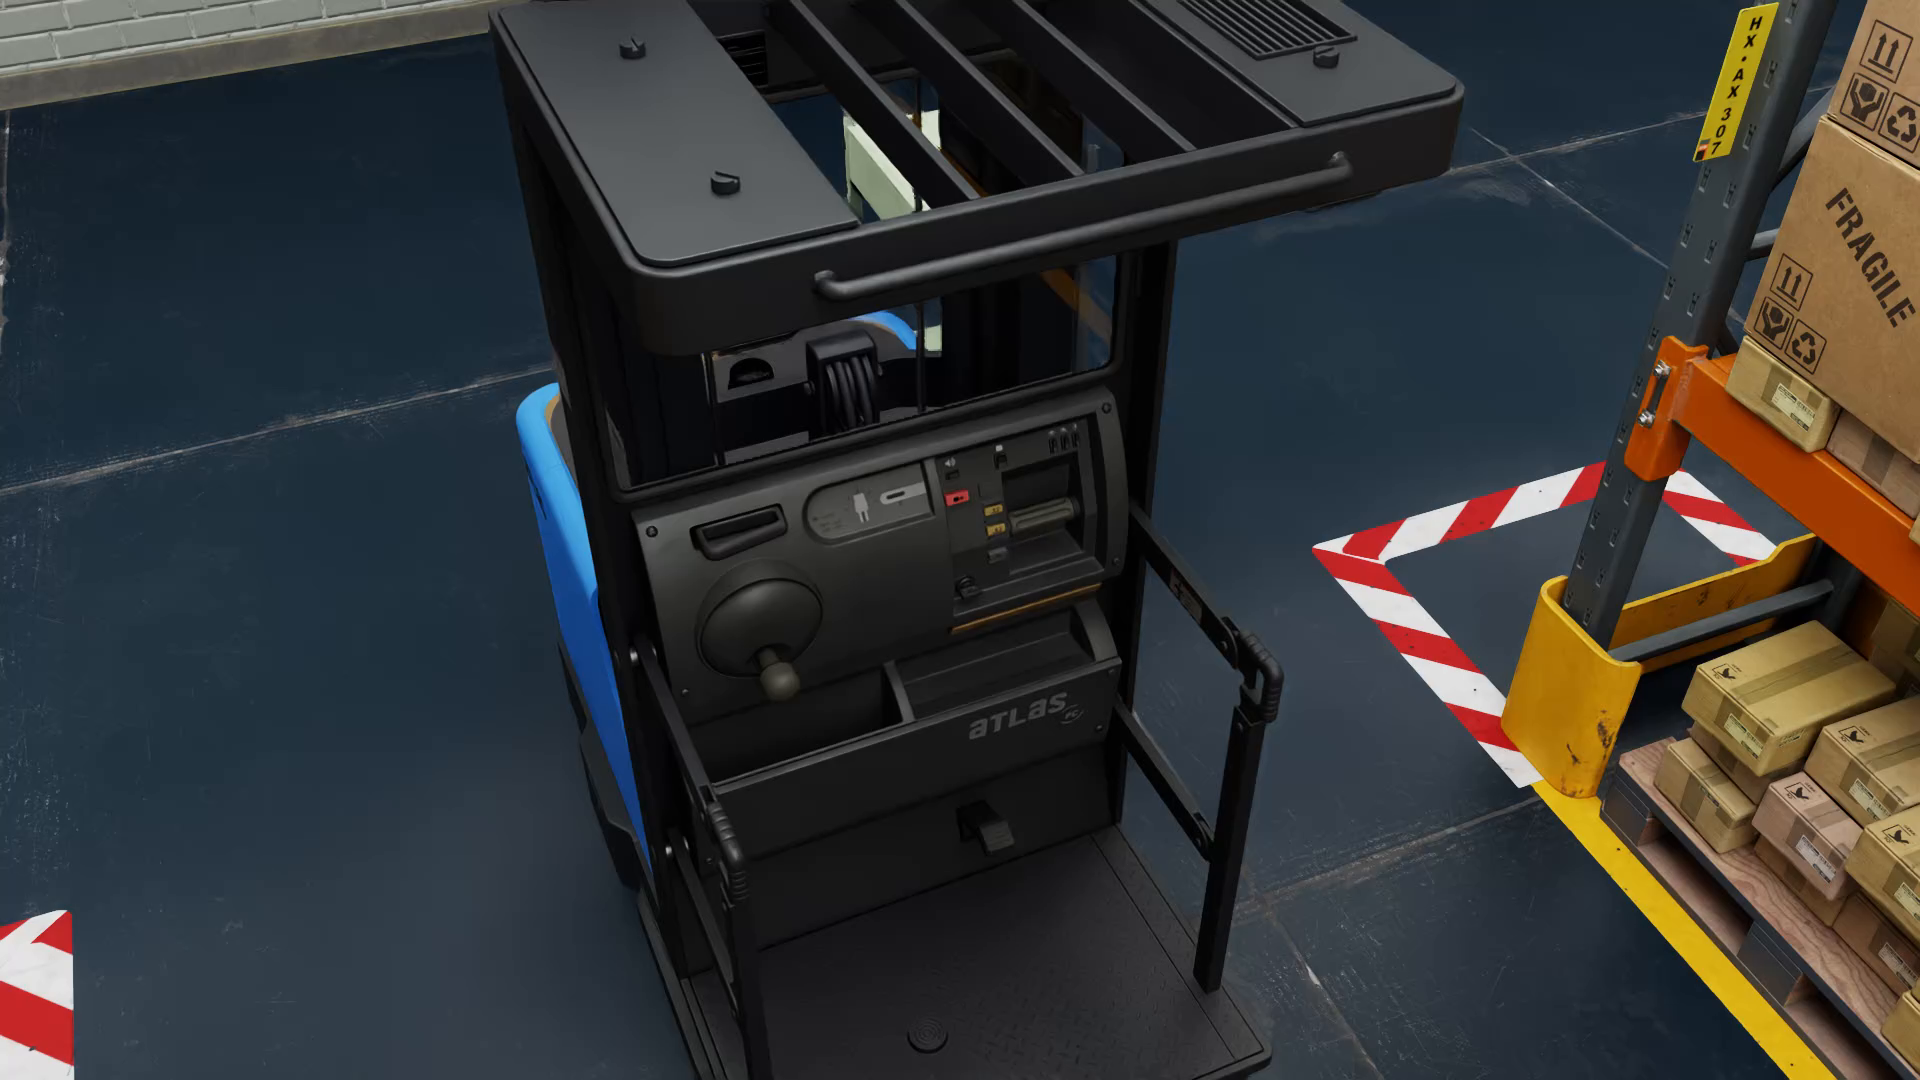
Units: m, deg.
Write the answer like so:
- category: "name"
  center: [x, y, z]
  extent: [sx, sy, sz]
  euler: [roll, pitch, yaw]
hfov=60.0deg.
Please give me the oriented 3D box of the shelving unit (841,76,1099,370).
- category: "shelving unit"
  center: [0.008, -0.568, 4.760]
  extent: [0.431, 1.500, 0.755]
  euler: [-16, 43, -17]

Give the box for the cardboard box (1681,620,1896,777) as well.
- category: "cardboard box"
  center: [1.953, 0.370, 3.928]
  extent: [0.380, 0.149, 0.250]
  euler: [-17, 44, -19]

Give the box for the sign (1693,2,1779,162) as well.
- category: "sign"
  center: [1.566, -0.920, 3.355]
  extent: [0.100, 0.325, 0.005]
  euler: [-15, 43, -17]

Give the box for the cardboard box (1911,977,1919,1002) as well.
- category: "cardboard box"
  center: [2.256, 0.948, 3.484]
  extent: [0.380, 0.149, 0.250]
  euler: [-14, 43, -16]

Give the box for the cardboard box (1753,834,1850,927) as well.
- category: "cardboard box"
  center: [2.147, 0.728, 3.968]
  extent: [0.380, 0.149, 0.250]
  euler: [-15, 43, -17]

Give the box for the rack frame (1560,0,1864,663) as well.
- category: "rack frame"
  center: [2.067, -0.727, 3.795]
  extent: [1.000, 3.000, 0.127]
  euler: [-15, 43, -17]

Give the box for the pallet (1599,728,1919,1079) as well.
- category: "pallet"
  center: [2.374, 0.874, 4.071]
  extent: [1.003, 0.211, 1.213]
  euler: [-15, 43, -17]

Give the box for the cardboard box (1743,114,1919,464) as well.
- category: "cardboard box"
  center: [1.983, -0.538, 3.270]
  extent: [0.500, 0.500, 0.500]
  euler: [-13, 42, -15]

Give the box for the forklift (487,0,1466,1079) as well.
- category: "forklift"
  center: [-0.029, 0.089, 2.899]
  extent: [1.130, 2.935, 3.031]
  euler: [-16, 43, -18]

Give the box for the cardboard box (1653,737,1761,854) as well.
- category: "cardboard box"
  center: [1.972, 0.590, 4.127]
  extent: [0.380, 0.149, 0.250]
  euler: [-14, 43, -16]

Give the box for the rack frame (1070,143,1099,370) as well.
- category: "rack frame"
  center: [0.151, -0.349, 4.505]
  extent: [0.400, 1.500, 0.023]
  euler: [-16, 43, -17]

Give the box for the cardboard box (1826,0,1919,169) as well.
- category: "cardboard box"
  center: [1.993, -0.920, 2.948]
  extent: [0.500, 0.500, 0.500]
  euler: [-15, 43, -17]

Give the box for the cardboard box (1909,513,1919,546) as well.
- category: "cardboard box"
  center: [2.077, -0.036, 3.184]
  extent: [0.380, 0.149, 0.250]
  euler: [-16, 43, -18]

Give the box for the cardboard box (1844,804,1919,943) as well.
- category: "cardboard box"
  center: [2.148, 0.689, 3.556]
  extent: [0.380, 0.149, 0.250]
  euler: [-15, 43, -17]

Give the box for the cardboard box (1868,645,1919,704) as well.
- category: "cardboard box"
  center: [2.533, 0.329, 4.203]
  extent: [0.380, 0.149, 0.250]
  euler: [-16, 43, -18]

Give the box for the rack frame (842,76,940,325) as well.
- category: "rack frame"
  center: [-0.136, -0.788, 5.016]
  extent: [0.400, 1.500, 0.023]
  euler: [-16, 43, -17]

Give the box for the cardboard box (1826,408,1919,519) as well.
- category: "cardboard box"
  center: [2.024, -0.212, 3.388]
  extent: [0.380, 0.149, 0.250]
  euler: [-14, 43, -15]

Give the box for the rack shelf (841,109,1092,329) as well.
- category: "rack shelf"
  center: [0.008, -0.864, 4.506]
  extent: [0.431, 0.370, 0.720]
  euler: [-16, 43, -17]

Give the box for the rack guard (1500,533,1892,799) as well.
- category: "rack guard"
  center: [2.096, 0.267, 4.556]
  extent: [1.175, 0.500, 0.348]
  euler: [-15, 43, -17]

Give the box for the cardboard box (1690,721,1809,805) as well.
- category: "cardboard box"
  center: [2.030, 0.462, 4.049]
  extent: [0.380, 0.149, 0.250]
  euler: [-13, 42, -15]

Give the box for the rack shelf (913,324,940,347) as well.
- category: "rack shelf"
  center: [0.008, -0.321, 4.973]
  extent: [0.431, 0.370, 0.720]
  euler: [-16, 43, -17]

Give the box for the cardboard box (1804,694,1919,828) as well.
- category: "cardboard box"
  center: [2.170, 0.506, 3.769]
  extent: [0.380, 0.149, 0.250]
  euler: [-14, 43, -16]

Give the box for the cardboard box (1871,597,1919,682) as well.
- category: "cardboard box"
  center: [2.504, 0.225, 4.096]
  extent: [0.380, 0.149, 0.250]
  euler: [-15, 43, -16]

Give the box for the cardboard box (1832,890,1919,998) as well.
- category: "cardboard box"
  center: [2.249, 0.875, 3.796]
  extent: [0.380, 0.149, 0.250]
  euler: [-15, 43, -16]

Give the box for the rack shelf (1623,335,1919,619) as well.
- category: "rack shelf"
  center: [2.832, 0.751, 2.628]
  extent: [1.077, 0.370, 4.000]
  euler: [-15, 43, -17]

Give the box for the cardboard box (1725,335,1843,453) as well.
- category: "cardboard box"
  center: [1.888, -0.355, 3.555]
  extent: [0.380, 0.149, 0.250]
  euler: [-15, 43, -17]

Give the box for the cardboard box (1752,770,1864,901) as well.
- category: "cardboard box"
  center: [2.083, 0.641, 3.841]
  extent: [0.380, 0.149, 0.250]
  euler: [-15, 43, -17]

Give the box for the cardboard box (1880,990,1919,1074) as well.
- category: "cardboard box"
  center: [2.245, 1.057, 3.585]
  extent: [0.380, 0.149, 0.250]
  euler: [-15, 43, -16]

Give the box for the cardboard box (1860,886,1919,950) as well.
- category: "cardboard box"
  center: [2.258, 0.766, 3.695]
  extent: [0.380, 0.149, 0.250]
  euler: [-15, 43, -16]
